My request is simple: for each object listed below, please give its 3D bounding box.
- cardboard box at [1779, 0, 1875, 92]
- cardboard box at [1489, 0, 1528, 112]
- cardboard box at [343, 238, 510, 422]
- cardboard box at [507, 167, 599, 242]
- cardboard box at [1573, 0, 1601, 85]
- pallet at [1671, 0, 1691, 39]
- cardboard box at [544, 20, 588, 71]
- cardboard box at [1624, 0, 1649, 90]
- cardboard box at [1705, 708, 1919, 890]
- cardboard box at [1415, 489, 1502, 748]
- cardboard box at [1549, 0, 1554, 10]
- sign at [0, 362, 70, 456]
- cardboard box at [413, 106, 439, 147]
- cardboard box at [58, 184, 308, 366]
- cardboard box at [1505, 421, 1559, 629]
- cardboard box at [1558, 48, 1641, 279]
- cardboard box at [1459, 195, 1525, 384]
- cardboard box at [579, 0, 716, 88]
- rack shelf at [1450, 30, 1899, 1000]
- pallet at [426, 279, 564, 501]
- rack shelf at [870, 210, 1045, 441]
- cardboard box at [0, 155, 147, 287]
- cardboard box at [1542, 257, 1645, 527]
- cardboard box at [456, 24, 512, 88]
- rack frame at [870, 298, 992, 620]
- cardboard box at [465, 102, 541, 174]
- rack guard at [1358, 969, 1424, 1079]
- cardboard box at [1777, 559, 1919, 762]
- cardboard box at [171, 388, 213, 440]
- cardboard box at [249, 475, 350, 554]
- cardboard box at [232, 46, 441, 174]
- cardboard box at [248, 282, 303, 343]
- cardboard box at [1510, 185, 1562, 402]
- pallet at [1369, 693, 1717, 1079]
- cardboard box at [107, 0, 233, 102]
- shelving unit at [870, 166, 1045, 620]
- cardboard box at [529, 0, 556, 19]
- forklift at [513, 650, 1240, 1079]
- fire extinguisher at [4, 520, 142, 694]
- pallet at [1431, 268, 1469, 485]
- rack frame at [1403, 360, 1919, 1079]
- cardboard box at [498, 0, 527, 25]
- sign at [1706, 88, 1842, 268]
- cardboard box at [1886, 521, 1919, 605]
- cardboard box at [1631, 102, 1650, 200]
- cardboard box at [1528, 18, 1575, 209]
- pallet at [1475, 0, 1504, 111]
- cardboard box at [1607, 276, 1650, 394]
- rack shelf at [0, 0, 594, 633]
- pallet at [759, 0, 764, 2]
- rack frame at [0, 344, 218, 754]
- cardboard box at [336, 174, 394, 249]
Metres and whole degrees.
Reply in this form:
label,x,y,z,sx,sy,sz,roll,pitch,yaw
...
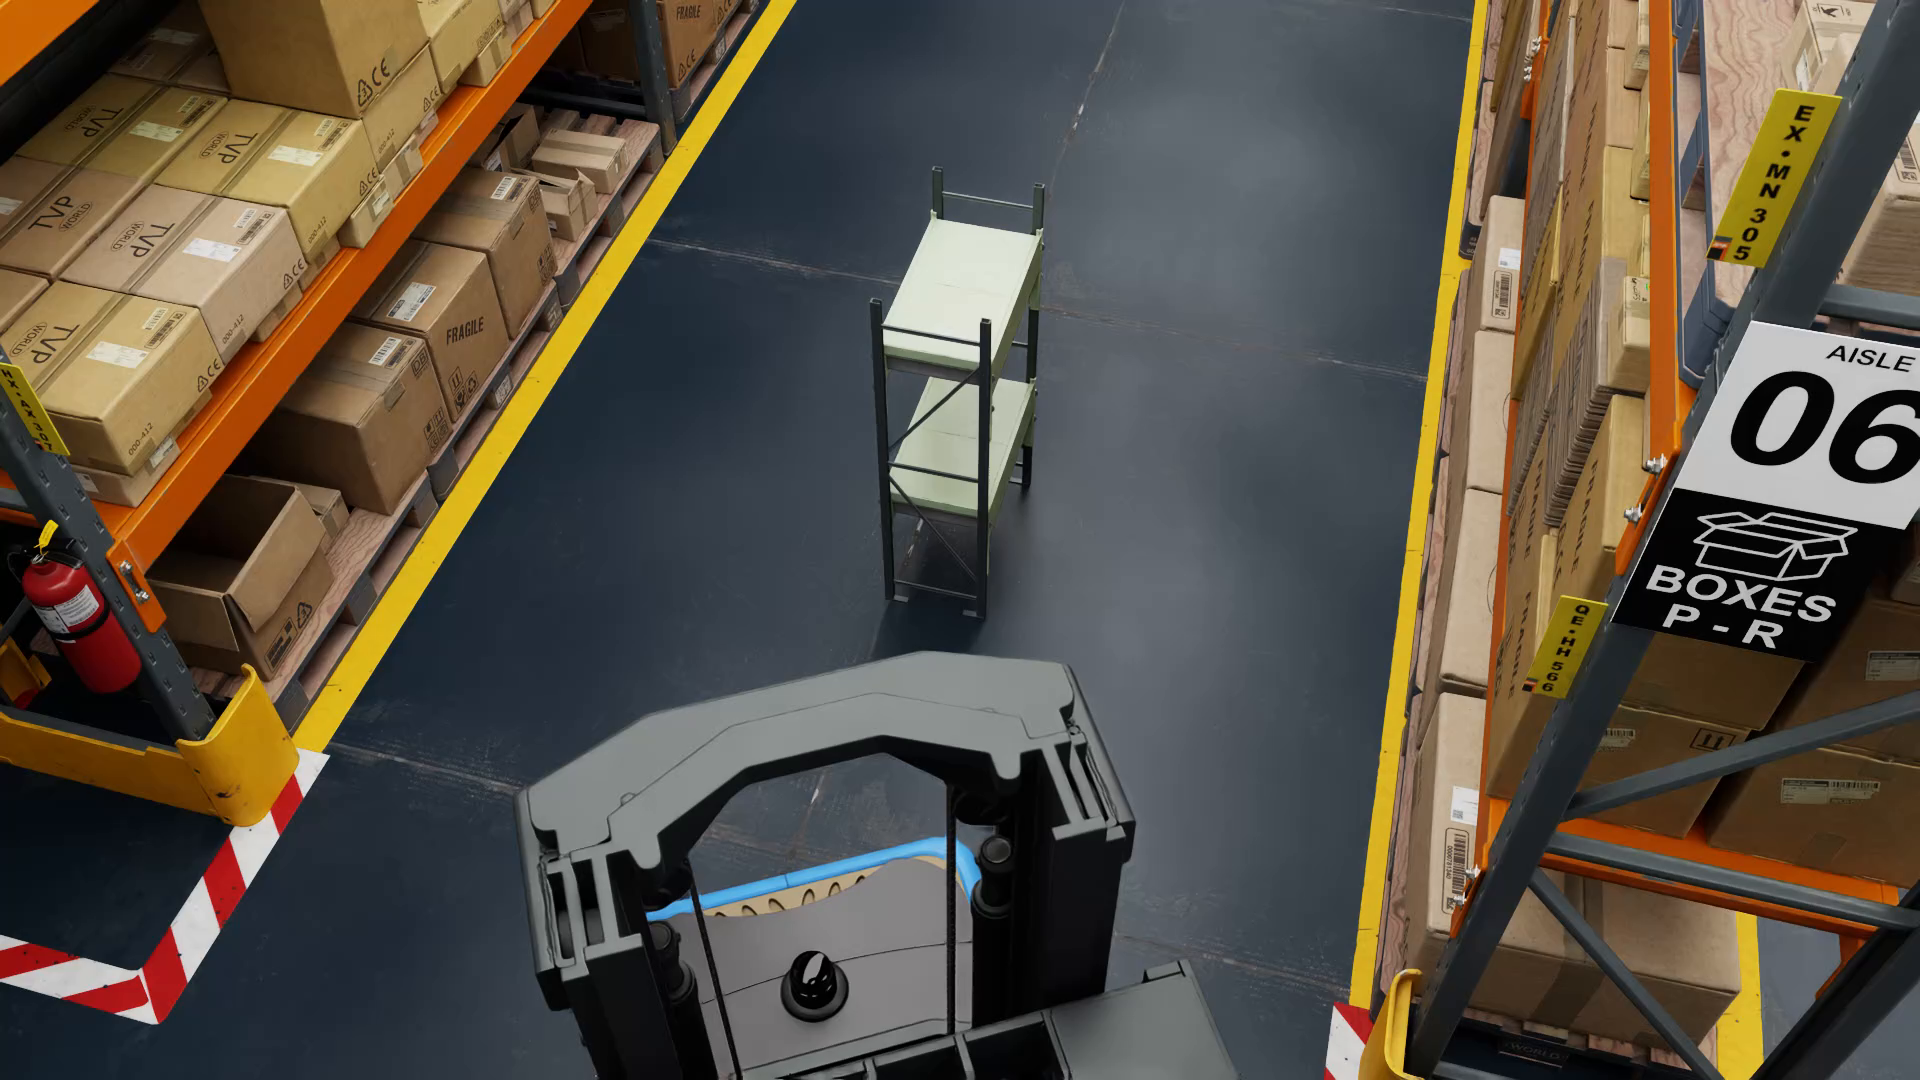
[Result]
label,x,y,z,sx,sy,sz,roll,pitch,yaw
cardboard box,1.870,-0.933,3.312,0.380,0.149,0.250,8,49,7
cardboard box,3.174,-2.638,8.133,0.875,0.875,0.875,13,50,11
cardboard box,-2.234,-0.875,6.828,0.500,0.500,0.500,12,50,11
cardboard box,-1.889,-1.575,7.601,0.396,0.266,0.258,13,50,11
cardboard box,2.360,-1.786,5.511,0.500,0.500,0.500,11,49,10
pallet,2.309,-1.577,4.118,1.003,0.211,1.213,12,50,10
cardboard box,-2.088,-2.785,8.513,0.500,0.500,0.500,11,50,10
cardboard box,2.105,-1.386,4.725,0.380,0.149,0.250,12,50,10
cardboard box,2.208,0.487,4.172,0.500,0.500,0.500,11,50,10
cardboard box,2.115,0.359,5.780,0.875,0.438,0.875,13,50,11
cardboard box,2.733,-2.407,6.893,0.500,0.250,0.500,10,49,9
sign,-2.461,-0.346,4.396,0.100,0.325,0.005,12,50,10
cardboard box,-2.196,-1.583,6.233,0.380,0.149,0.250,11,50,10
cardboard box,-2.473,-0.855,5.324,0.500,0.250,0.500,12,50,10
cardboard box,1.823,0.016,4.587,0.500,0.500,0.500,11,49,9
cardboard box,2.079,-1.053,4.864,0.500,0.500,0.500,11,50,10
cardboard box,2.589,-0.941,6.927,0.875,0.438,0.875,11,49,9
cardboard box,-1.588,-2.677,8.418,0.500,0.500,0.500,14,50,12
rack shelf,2.331,-0.398,5.499,1.077,0.370,4.000,12,50,10
pallet,-2.433,-0.755,7.195,1.003,0.211,1.213,12,50,10
rack shelf,0.002,-0.759,5.818,0.431,0.370,0.720,12,50,10
cardboard box,-2.983,-0.973,5.429,0.500,0.250,0.500,12,50,10
cardboard box,1.811,-0.333,4.228,0.500,0.500,0.500,12,50,10
cardboard box,-2.000,-1.936,6.544,0.380,0.149,0.250,11,49,9
rack frame,-0.095,-0.236,5.877,0.400,1.500,0.023,12,50,10
cardboard box,-2.334,-1.878,7.839,0.500,0.311,0.500,13,50,11
rack guard,1.799,1.655,4.875,1.175,0.500,0.348,12,50,10
cardboard box,2.206,0.156,3.797,0.500,0.500,0.500,11,49,9
cardboard box,-2.611,-0.460,5.242,0.380,0.149,0.250,13,50,11
cardboard box,-2.583,-0.085,6.365,0.380,0.149,0.250,10,49,9
cardboard box,-2.229,-1.596,5.979,0.500,0.250,0.500,10,49,9
cardboard box,-2.450,-0.828,5.566,0.380,0.149,0.250,13,50,11
cardboard box,2.072,-0.734,5.249,0.500,0.500,0.500,13,50,11
pallet,1.940,1.139,5.522,1.003,0.211,1.213,12,50,10
cardboard box,-2.710,-1.708,6.078,0.500,0.250,0.500,11,50,10
shelving unit,0.002,-0.501,6.111,0.431,1.500,0.755,12,50,10
cardboard box,-1.865,-2.311,6.875,0.380,0.149,0.250,13,50,11
forklift,-0.055,1.701,3.213,1.130,2.935,3.031,-12,50,-11
fire extinguisher,-2.578,0.180,4.809,0.296,0.674,0.183,12,50,10
pallet,2.582,-0.625,7.080,1.003,0.211,1.213,12,50,10
rack frame,1.805,0.811,3.953,1.000,3.000,0.127,12,50,10
cardboard box,-1.948,-2.327,6.623,0.500,0.250,0.500,12,50,10
sign,1.285,-0.566,2.629,0.100,0.325,0.005,12,50,10
cardboard box,2.165,0.030,3.476,0.380,0.149,0.250,13,50,11
cardboard box,1.989,-1.001,4.385,0.380,0.149,0.250,13,50,11
cardboard box,2.345,-1.465,5.894,0.500,0.500,0.500,12,50,10
pallet,3.307,-2.618,8.839,1.003,0.211,1.213,12,50,10
cardboard box,1.737,-0.459,3.907,0.380,0.149,0.250,11,50,10
rack shelf,-2.458,-1.375,6.361,1.077,0.370,4.000,12,50,10
pallet,-1.435,-3.618,9.721,1.003,0.211,1.213,12,50,10
rack frame,-2.985,-0.166,4.815,1.000,3.000,0.127,12,50,10
cardboard box,-2.247,-1.189,5.885,0.380,0.149,0.250,10,49,9
